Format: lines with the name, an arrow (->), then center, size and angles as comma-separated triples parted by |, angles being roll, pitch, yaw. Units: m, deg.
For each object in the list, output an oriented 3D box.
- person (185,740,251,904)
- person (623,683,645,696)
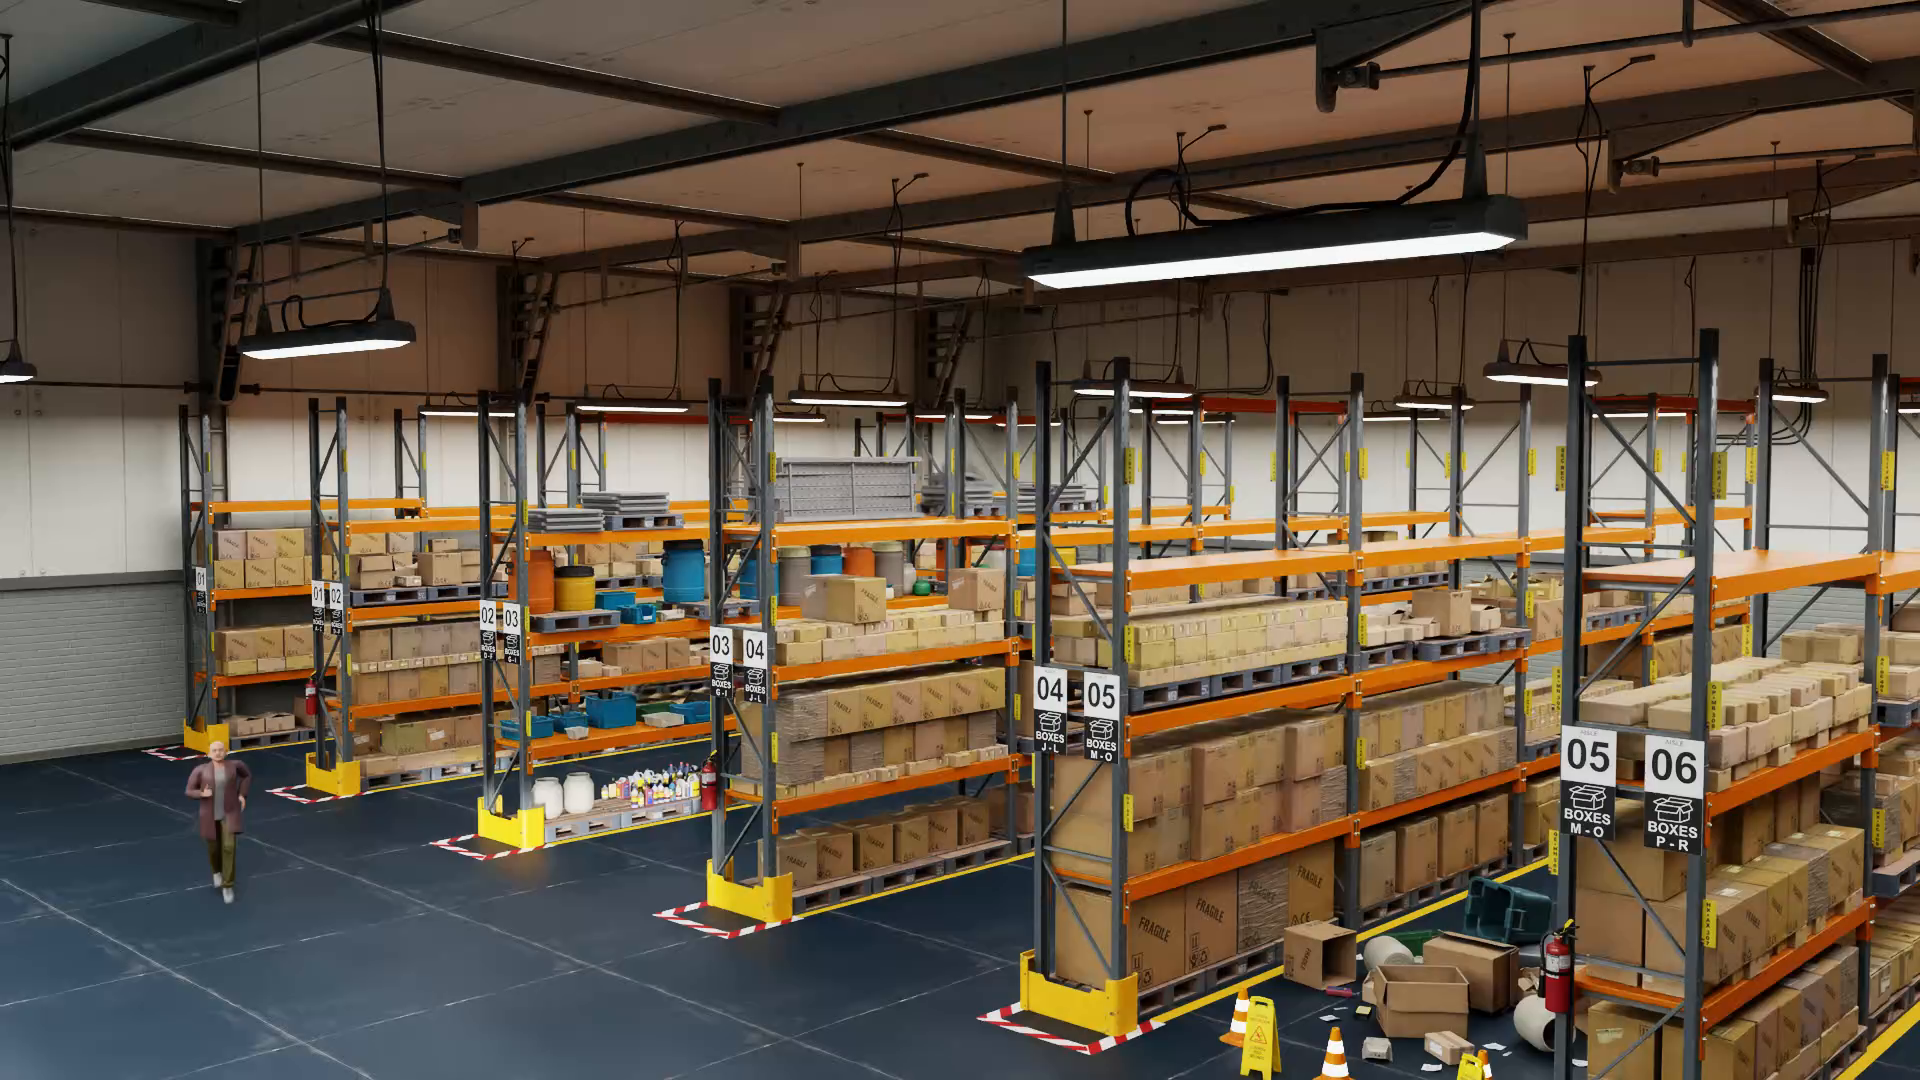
person -> -8.618, 3.232, 19.343 | 0.701, 1.808, 0.985 | -1, 3, -22
person -> -6.142, 2.712, 31.123 | 0.598, 1.621, 0.536 | 2, 4, 38
